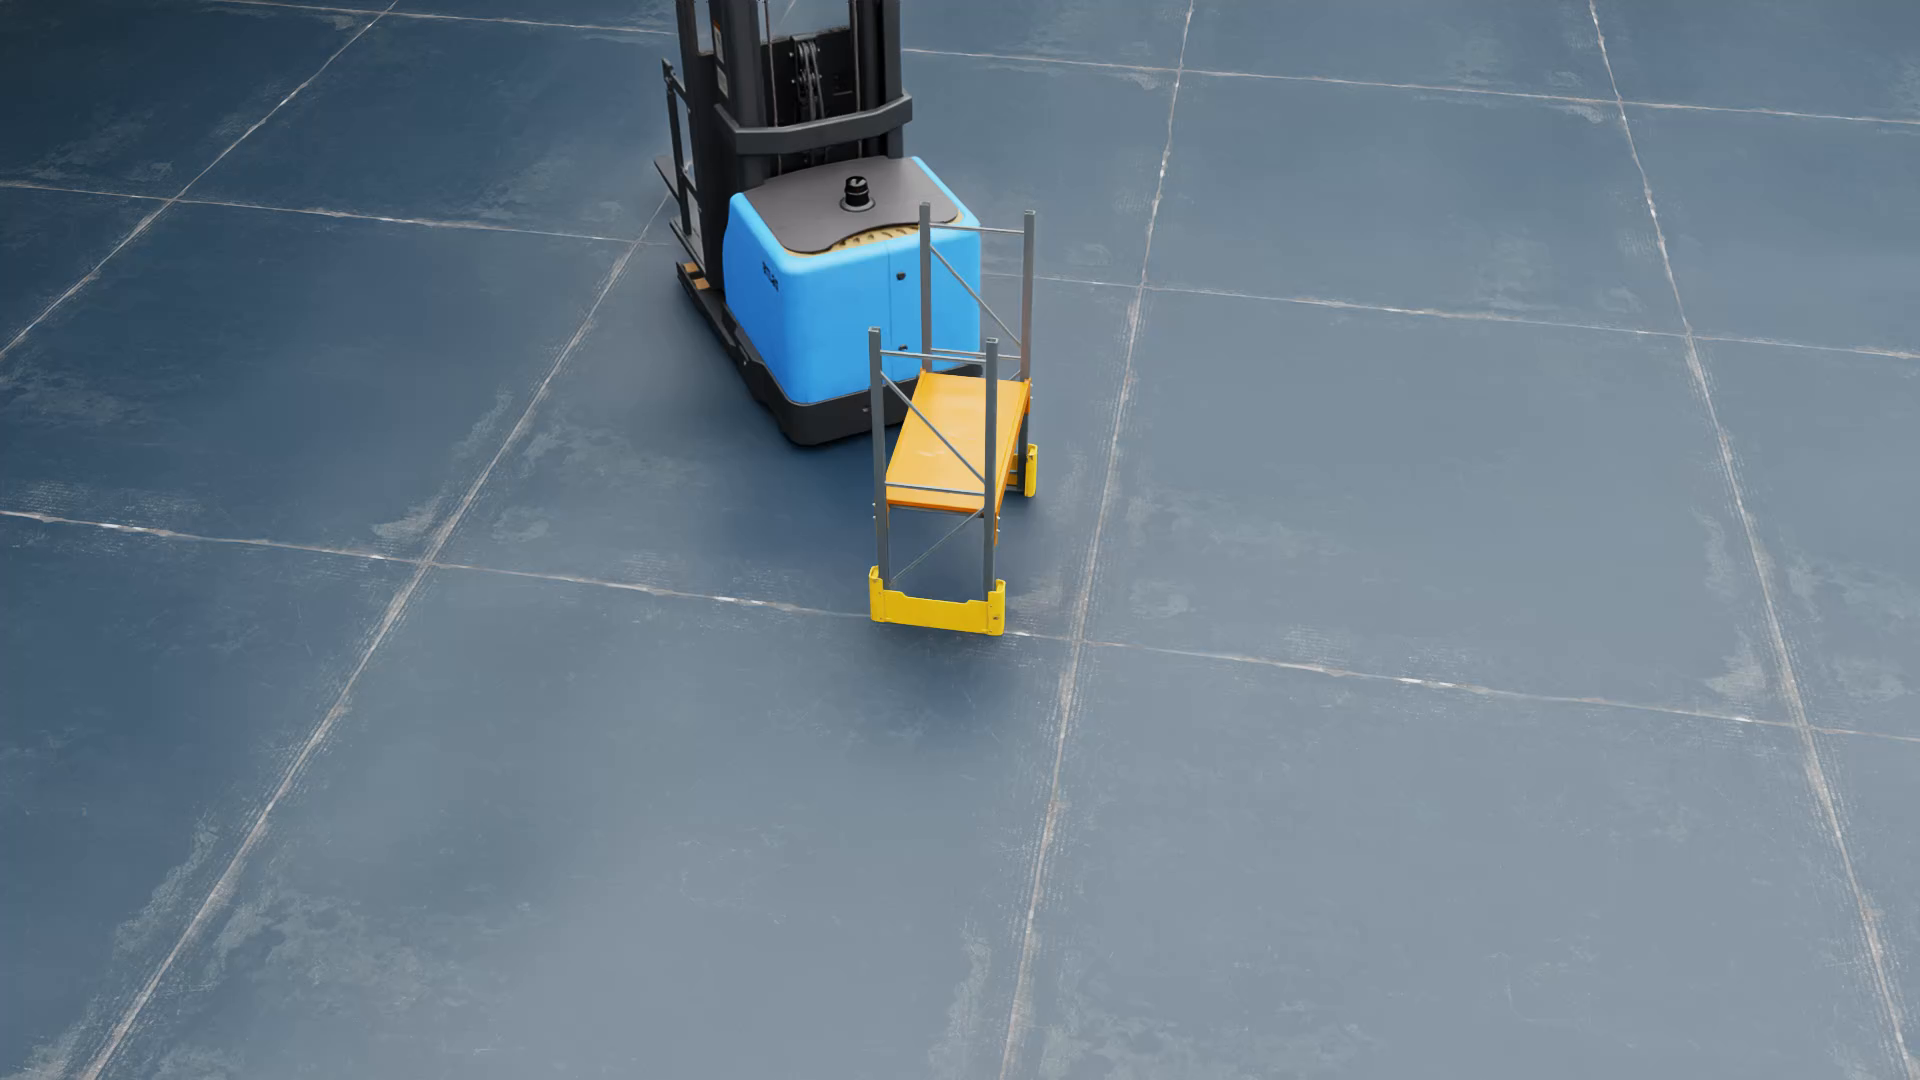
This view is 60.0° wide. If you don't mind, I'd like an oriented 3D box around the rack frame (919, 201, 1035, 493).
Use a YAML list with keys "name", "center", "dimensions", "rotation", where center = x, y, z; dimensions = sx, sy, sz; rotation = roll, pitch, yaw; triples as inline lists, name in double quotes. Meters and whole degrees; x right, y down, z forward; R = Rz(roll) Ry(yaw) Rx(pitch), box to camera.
- name: "rack frame"
  center: [0.073, -0.844, 7.593]
  dimensions: [0.500, 1.500, 0.032]
  rotation: [6, 40, 8]

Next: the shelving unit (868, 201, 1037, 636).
- name: "shelving unit"
  center: [-0.013, -0.530, 7.214]
  dimensions: [0.587, 1.500, 1.083]
  rotation: [6, 40, 8]

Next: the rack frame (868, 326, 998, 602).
- name: "rack frame"
  center: [-0.103, -0.205, 6.821]
  dimensions: [0.500, 1.500, 0.032]
  rotation: [6, 40, 8]

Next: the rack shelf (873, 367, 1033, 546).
- name: "rack shelf"
  center: [-0.015, -0.386, 7.322]
  dimensions: [0.538, 0.185, 1.000]
  rotation: [6, 40, 8]

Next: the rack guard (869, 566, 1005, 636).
- name: "rack guard"
  center: [-0.099, 0.264, 7.234]
  dimensions: [0.587, 0.250, 0.087]
  rotation: [6, 40, 8]

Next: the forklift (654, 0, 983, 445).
- name: "forklift"
  center: [-0.955, -2.536, 8.518]
  dimensions: [1.130, 2.935, 3.031]
  rotation: [-16, 42, -19]

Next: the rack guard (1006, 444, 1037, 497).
- name: "rack guard"
  center: [0.073, -0.361, 7.991]
  dimensions: [0.587, 0.250, 0.087]
  rotation: [6, 40, 8]
